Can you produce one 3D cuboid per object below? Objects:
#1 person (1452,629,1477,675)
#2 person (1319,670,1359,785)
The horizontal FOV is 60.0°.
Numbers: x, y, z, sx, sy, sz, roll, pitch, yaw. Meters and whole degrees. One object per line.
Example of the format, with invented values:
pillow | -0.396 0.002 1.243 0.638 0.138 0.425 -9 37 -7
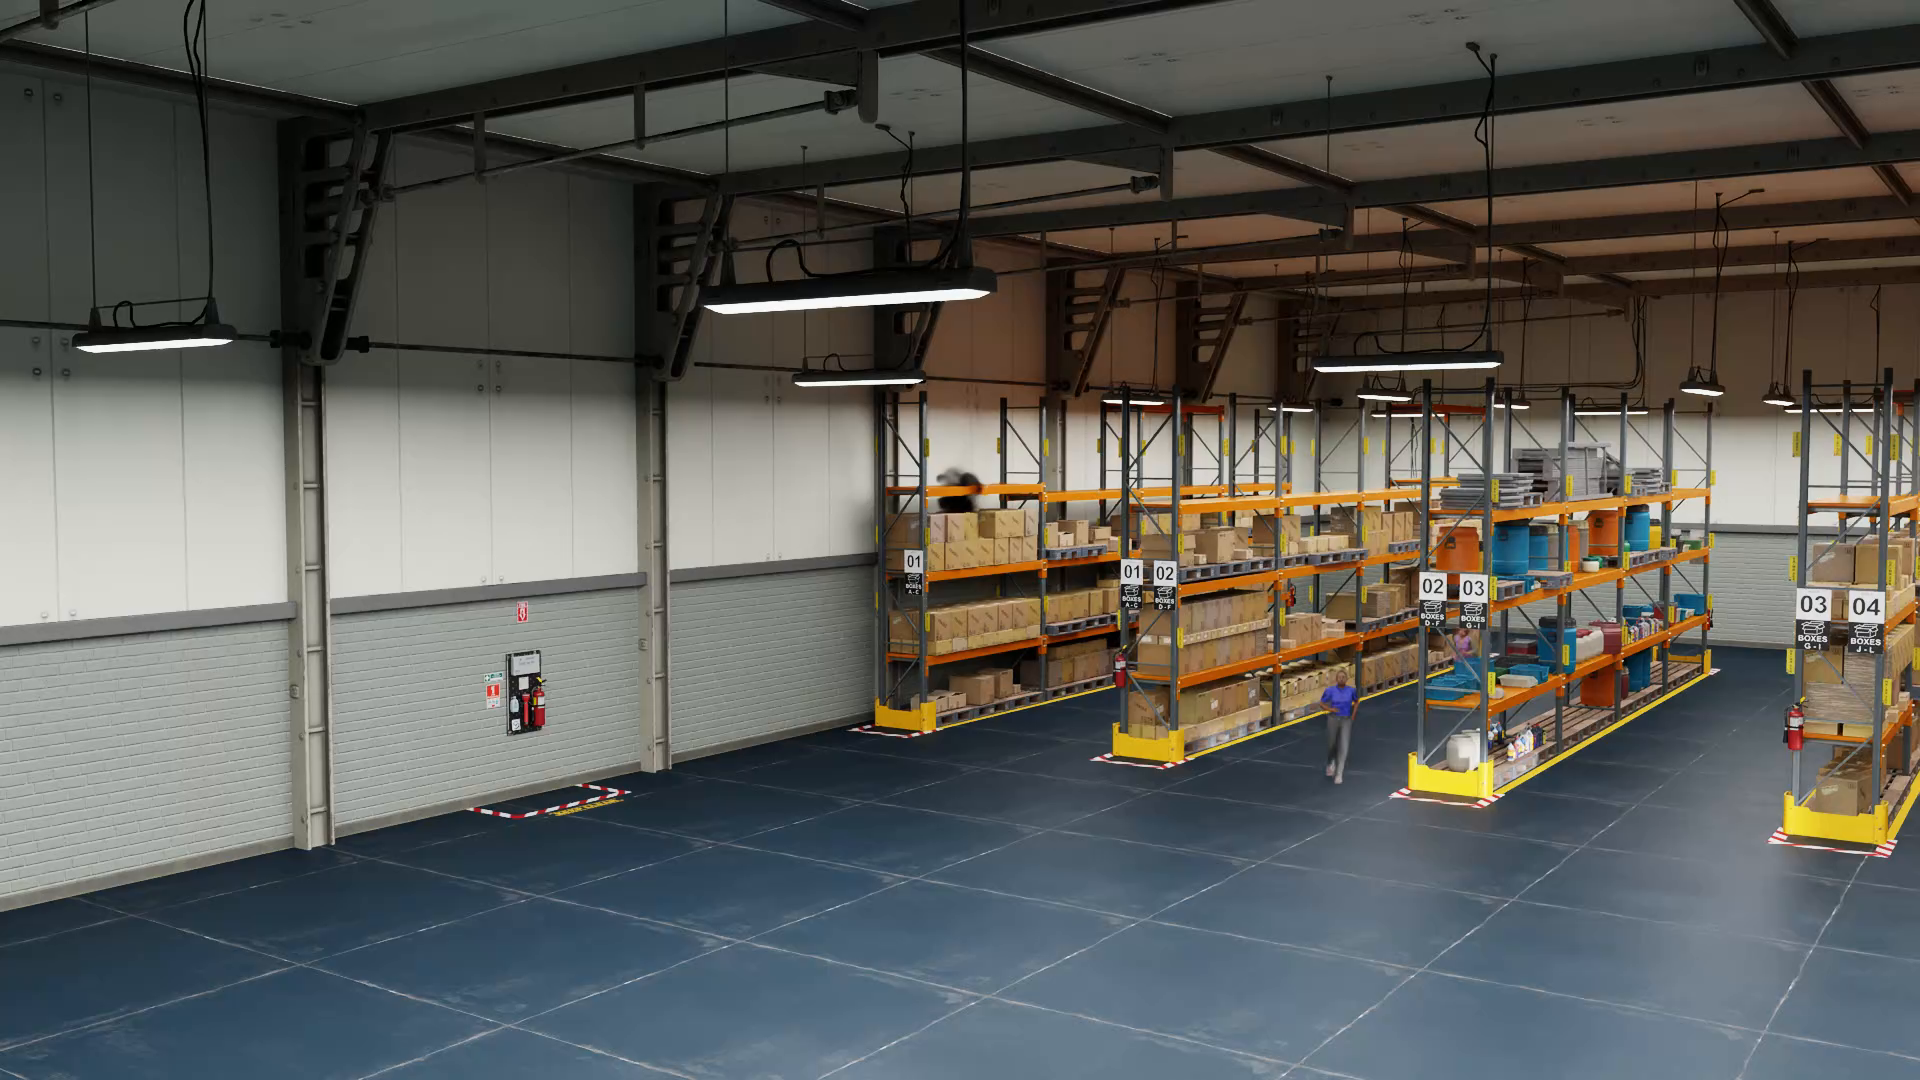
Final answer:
person | 9.716 2.439 32.030 0.515 1.629 0.760 2 4 30
person | 5.703 2.803 25.030 0.615 1.713 0.745 0 3 7
